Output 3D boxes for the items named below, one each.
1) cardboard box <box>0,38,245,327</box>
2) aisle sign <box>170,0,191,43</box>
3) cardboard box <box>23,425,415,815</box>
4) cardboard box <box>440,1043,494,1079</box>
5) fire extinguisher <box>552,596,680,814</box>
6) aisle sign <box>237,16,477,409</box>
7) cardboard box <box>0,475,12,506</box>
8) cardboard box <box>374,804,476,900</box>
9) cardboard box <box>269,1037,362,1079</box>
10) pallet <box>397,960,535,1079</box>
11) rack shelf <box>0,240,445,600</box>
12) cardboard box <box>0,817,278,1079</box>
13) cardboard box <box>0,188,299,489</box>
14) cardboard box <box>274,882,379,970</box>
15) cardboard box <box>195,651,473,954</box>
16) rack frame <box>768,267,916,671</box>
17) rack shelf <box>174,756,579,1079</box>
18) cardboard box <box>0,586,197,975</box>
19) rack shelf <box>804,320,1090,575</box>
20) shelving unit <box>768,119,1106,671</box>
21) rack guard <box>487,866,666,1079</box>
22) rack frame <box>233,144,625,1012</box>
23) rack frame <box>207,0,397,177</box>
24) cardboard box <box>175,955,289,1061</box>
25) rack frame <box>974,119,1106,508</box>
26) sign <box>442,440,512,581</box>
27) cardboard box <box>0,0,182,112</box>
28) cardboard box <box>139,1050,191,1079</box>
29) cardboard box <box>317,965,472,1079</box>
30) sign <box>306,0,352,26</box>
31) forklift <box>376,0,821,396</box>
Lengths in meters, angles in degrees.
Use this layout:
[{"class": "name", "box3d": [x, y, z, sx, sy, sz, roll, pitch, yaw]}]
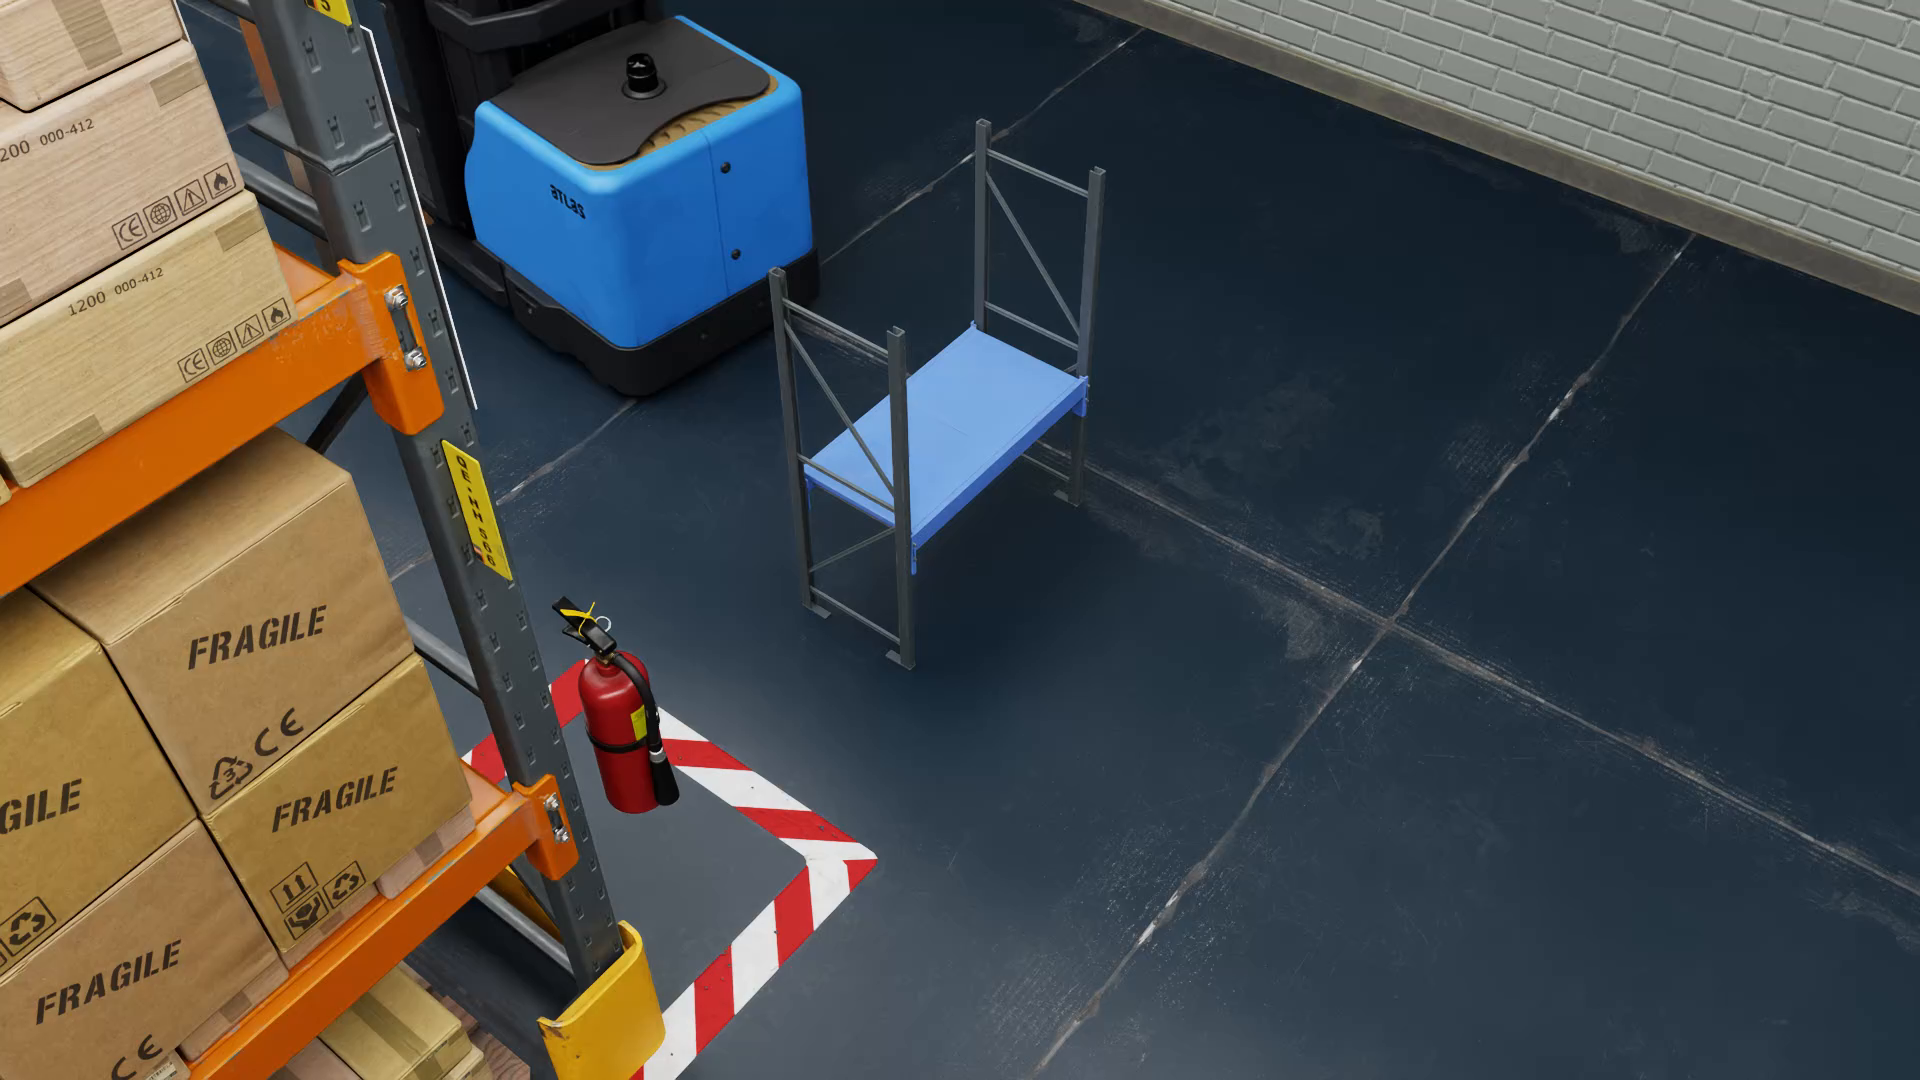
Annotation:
[{"class": "cardboard box", "box3d": [-1.437, -0.582, 2.415, 0.500, 0.250, 0.500, 28, 52, 24]}, {"class": "aisle sign", "box3d": [-1.549, -0.873, 3.212, 0.394, 0.787, 0.004, 29, 53, 25]}, {"class": "cardboard box", "box3d": [-1.440, 0.088, 3.125, 0.500, 0.500, 0.500, 28, 52, 24]}, {"class": "cardboard box", "box3d": [-1.453, 1.364, 4.348, 0.380, 0.149, 0.250, 28, 52, 24]}, {"class": "fire extinguisher", "box3d": [-0.837, 0.415, 4.091, 0.296, 0.674, 0.183, 29, 53, 25]}, {"class": "aisle sign", "box3d": [-1.074, -0.608, 2.958, 0.394, 0.787, 0.004, 29, 53, 25]}, {"class": "cardboard box", "box3d": [-1.732, -0.113, 2.313, 0.500, 0.250, 0.500, 29, 53, 25]}, {"class": "cardboard box", "box3d": [-1.332, 0.597, 3.779, 0.380, 0.149, 0.250, 29, 53, 25]}, {"class": "cardboard box", "box3d": [-1.679, 1.367, 4.140, 0.380, 0.149, 0.250, 30, 53, 26]}, {"class": "pallet", "box3d": [-1.928, 1.655, 4.523, 1.003, 0.211, 1.213, 29, 53, 25]}, {"class": "rack shelf", "box3d": [-2.579, 0.556, 2.068, 1.077, 0.370, 4.000, 29, 53, 25]}, {"class": "cardboard box", "box3d": [-1.747, 0.725, 3.208, 0.500, 0.500, 0.500, 28, 53, 24]}, {"class": "cardboard box", "box3d": [-1.425, -0.408, 2.595, 0.500, 0.250, 0.500, 28, 52, 24]}, {"class": "cardboard box", "box3d": [-1.514, 0.723, 3.658, 0.380, 0.149, 0.250, 29, 53, 25]}, {"class": "cardboard box", "box3d": [-1.428, 0.433, 3.487, 0.500, 0.500, 0.500, 30, 53, 26]}, {"class": "rack frame", "box3d": [-0.363, -0.178, 5.383, 0.500, 1.500, 0.032, 29, 53, 25]}, {"class": "rack shelf", "box3d": [-2.579, 1.592, 3.152, 1.077, 0.370, 4.000, 29, 53, 25]}, {"class": "cardboard box", "box3d": [-1.749, 0.378, 2.848, 0.500, 0.500, 0.500, 27, 52, 24]}, {"class": "rack shelf", "box3d": [-0.052, -0.345, 5.791, 0.538, 0.185, 1.000, 29, 53, 25]}, {"class": "shelving unit", "box3d": [-0.052, -0.469, 5.661, 0.538, 1.500, 1.048, 29, 53, 25]}, {"class": "rack guard", "box3d": [-1.403, 1.106, 4.848, 1.175, 0.500, 0.348, 29, 53, 25]}, {"class": "rack frame", "box3d": [-1.357, 0.199, 3.985, 1.000, 3.000, 0.127, 29, 53, 25]}, {"class": "rack frame", "box3d": [-1.357, -1.873, 1.816, 1.000, 3.000, 0.127, 29, 53, 25]}, {"class": "cardboard box", "box3d": [-1.655, 0.873, 3.515, 0.380, 0.149, 0.250, 29, 53, 25]}, {"class": "rack frame", "box3d": [0.259, -0.760, 5.939, 0.500, 1.500, 0.032, 29, 53, 25]}, {"class": "sign", "box3d": [-0.930, -0.053, 3.207, 0.100, 0.325, 0.005, 29, 53, 25]}, {"class": "cardboard box", "box3d": [-1.327, -0.775, 2.324, 0.380, 0.149, 0.250, 29, 53, 25]}, {"class": "cardboard box", "box3d": [-1.793, 1.030, 3.366, 0.380, 0.149, 0.250, 31, 54, 26]}, {"class": "cardboard box", "box3d": [-1.480, 1.248, 4.253, 0.380, 0.149, 0.250, 30, 53, 25]}, {"class": "sign", "box3d": [-0.930, -0.886, 2.335, 0.100, 0.325, 0.005, 29, 53, 25]}, {"class": "forklift", "box3d": [-1.995, -2.556, 6.665, 1.130, 2.935, 3.031, -36, 56, -29]}]
